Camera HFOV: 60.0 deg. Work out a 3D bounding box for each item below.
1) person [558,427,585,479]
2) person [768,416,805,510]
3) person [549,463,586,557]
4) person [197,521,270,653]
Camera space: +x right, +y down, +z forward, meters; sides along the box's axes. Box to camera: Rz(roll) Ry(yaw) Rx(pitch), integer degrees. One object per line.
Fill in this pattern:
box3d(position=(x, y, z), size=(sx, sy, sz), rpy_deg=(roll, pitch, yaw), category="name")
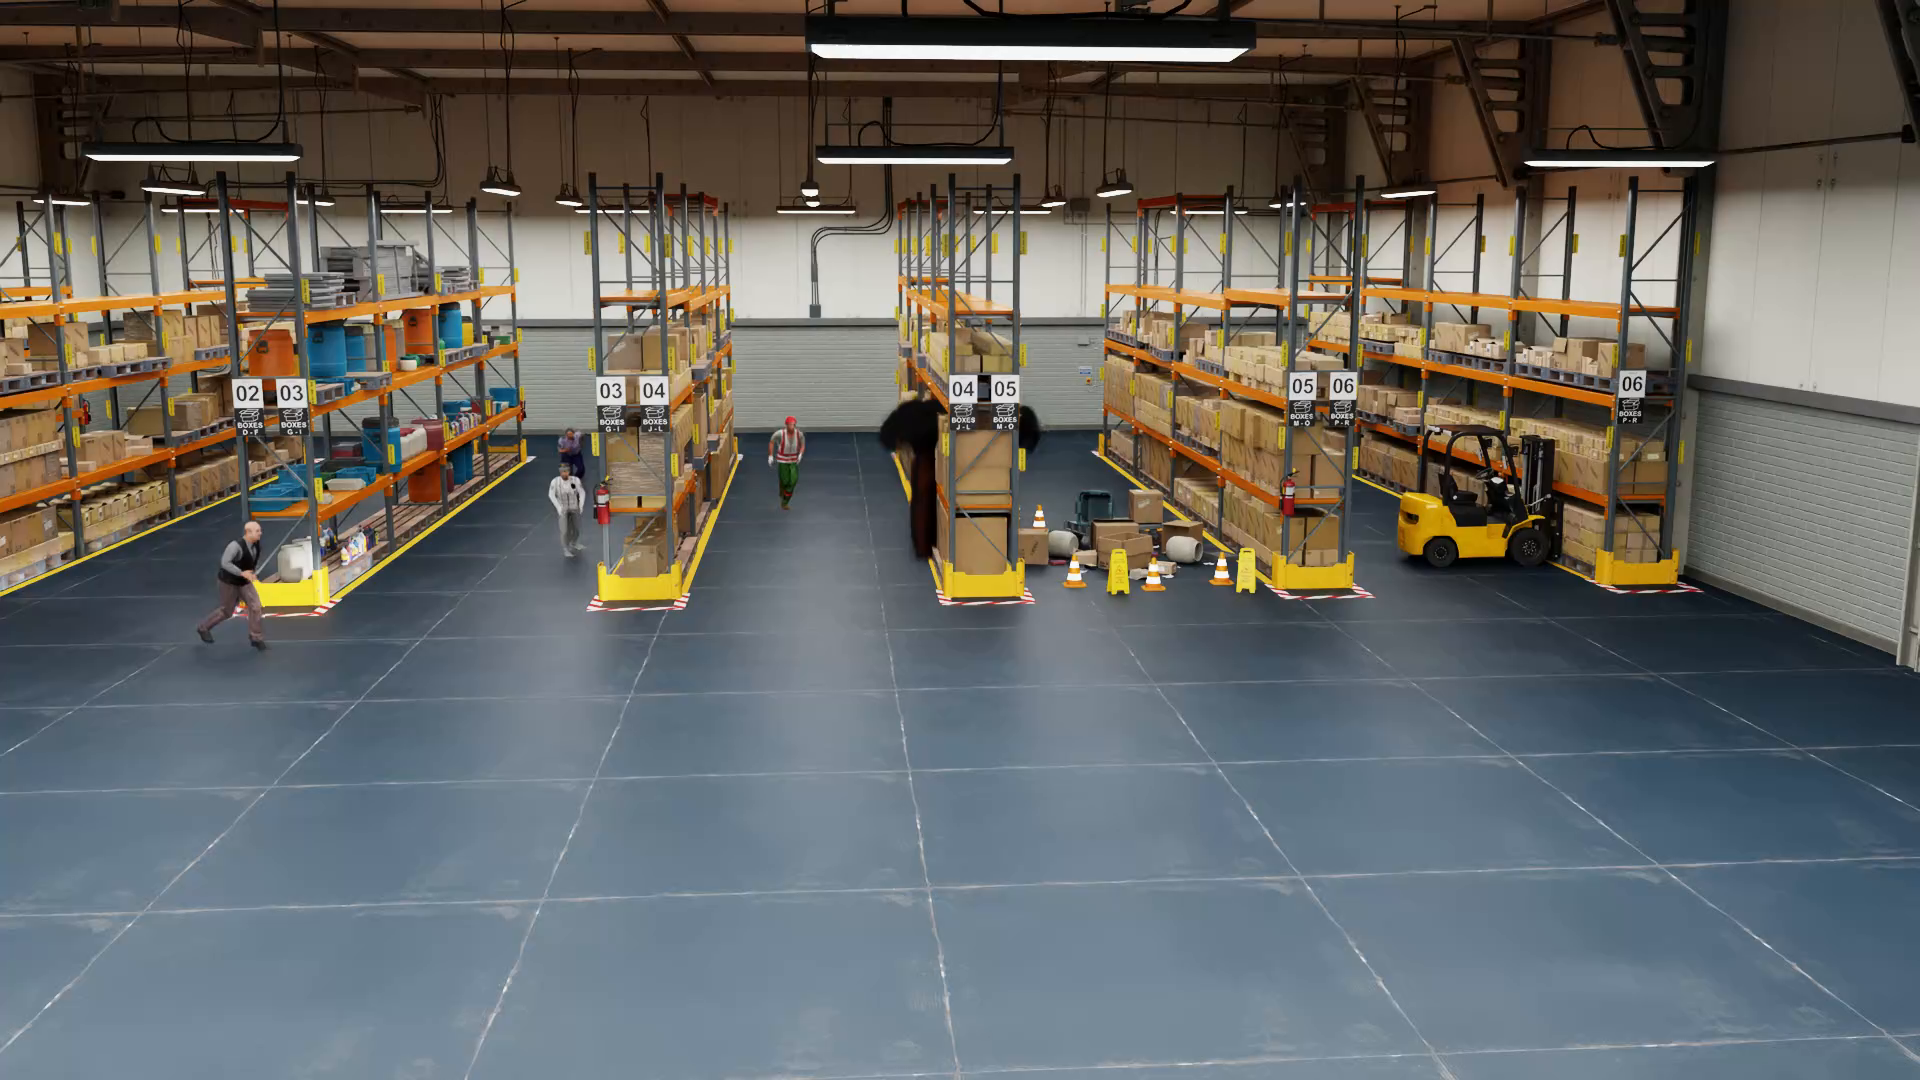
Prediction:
box3d(position=(-7.977, -1.667, 34.201), size=(0.616, 1.377, 0.953), rpy_deg=(-4, 11, -23), category="person")
box3d(position=(-3.136, -1.413, 30.194), size=(0.666, 1.704, 0.725), rpy_deg=(-4, 11, -24), category="person")
box3d(position=(-6.400, -0.521, 27.108), size=(0.598, 1.580, 0.800), rpy_deg=(-4, 11, -22), category="person")
box3d(position=(-9.121, 0.582, 20.802), size=(1.007, 1.681, 0.697), rpy_deg=(2, 10, 9), category="person")
